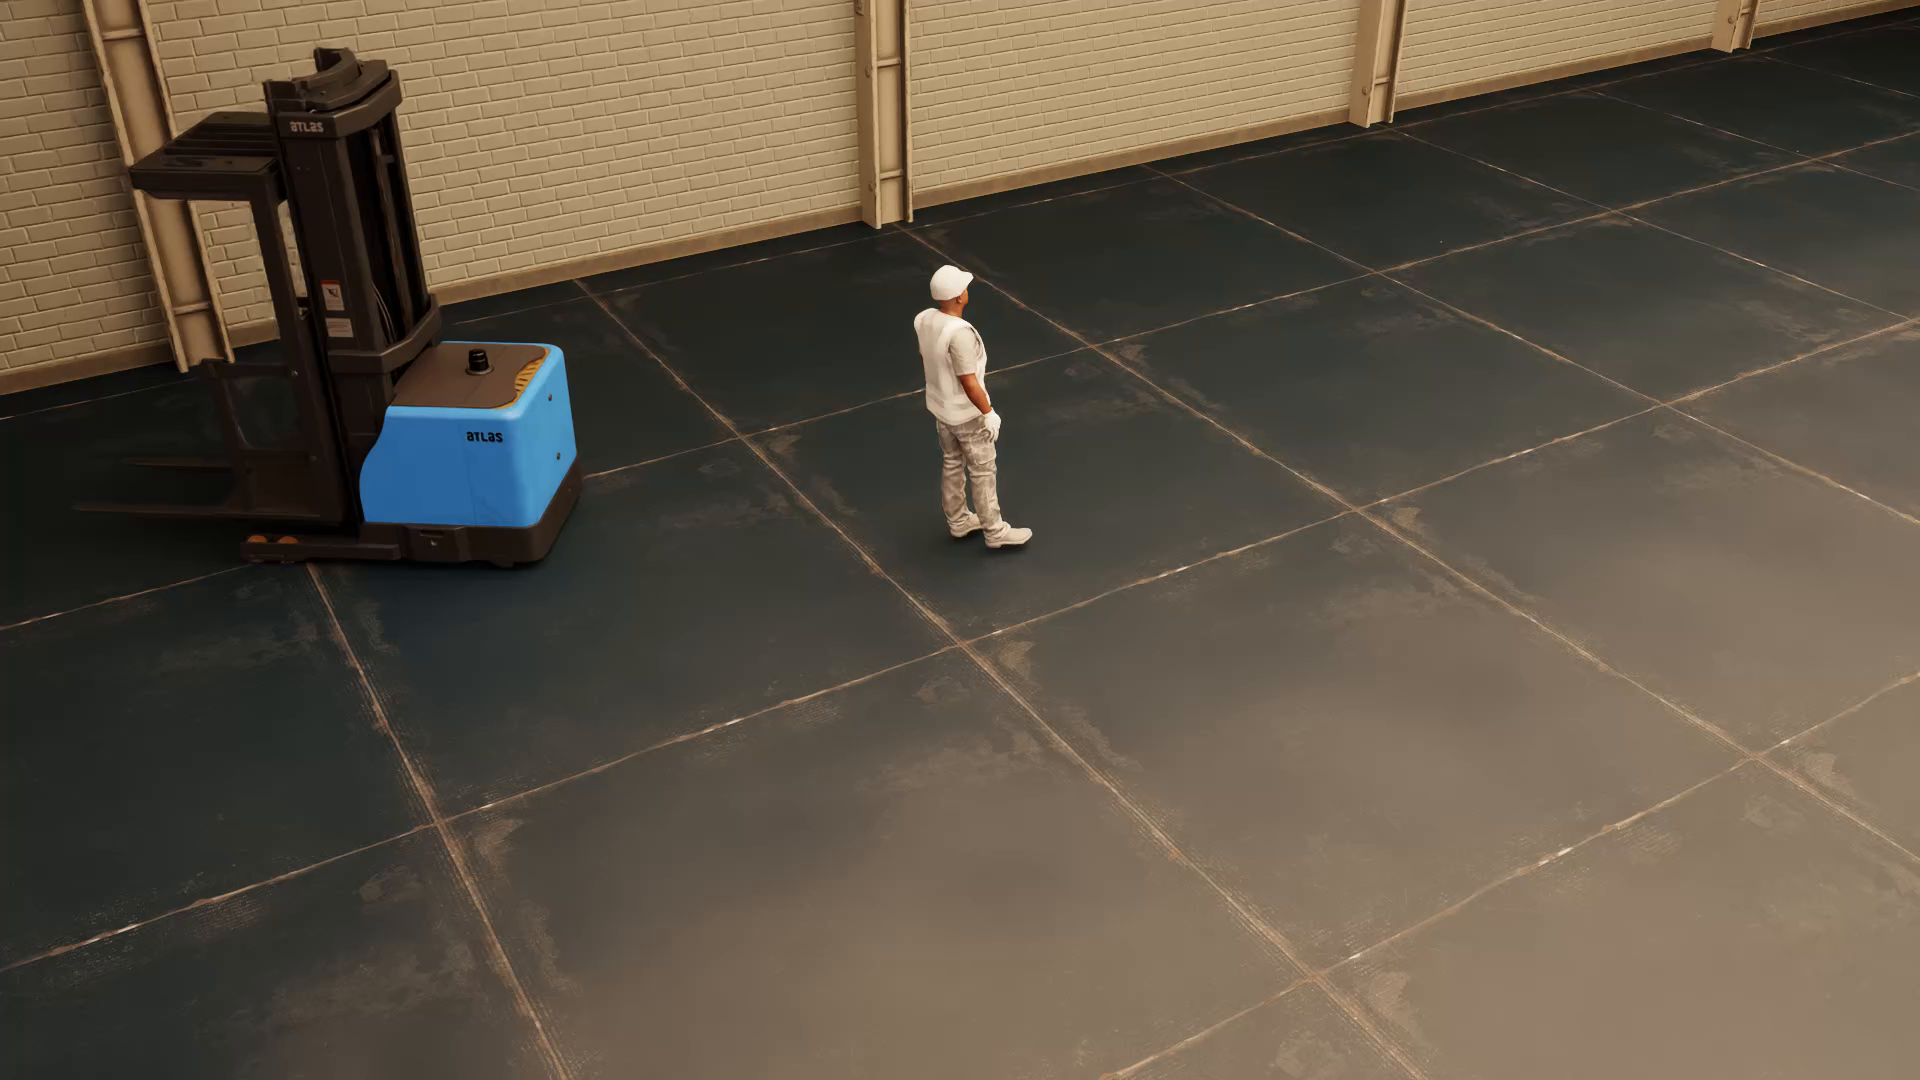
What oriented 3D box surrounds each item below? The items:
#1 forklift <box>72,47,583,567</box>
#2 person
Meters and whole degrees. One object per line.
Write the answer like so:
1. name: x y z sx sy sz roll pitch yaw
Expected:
1. forklift: -4.021 -1.379 9.950 3.031 2.935 1.130 2 31 3
2. person: 0.066 -0.821 10.043 0.575 1.784 0.657 -17 35 -26
